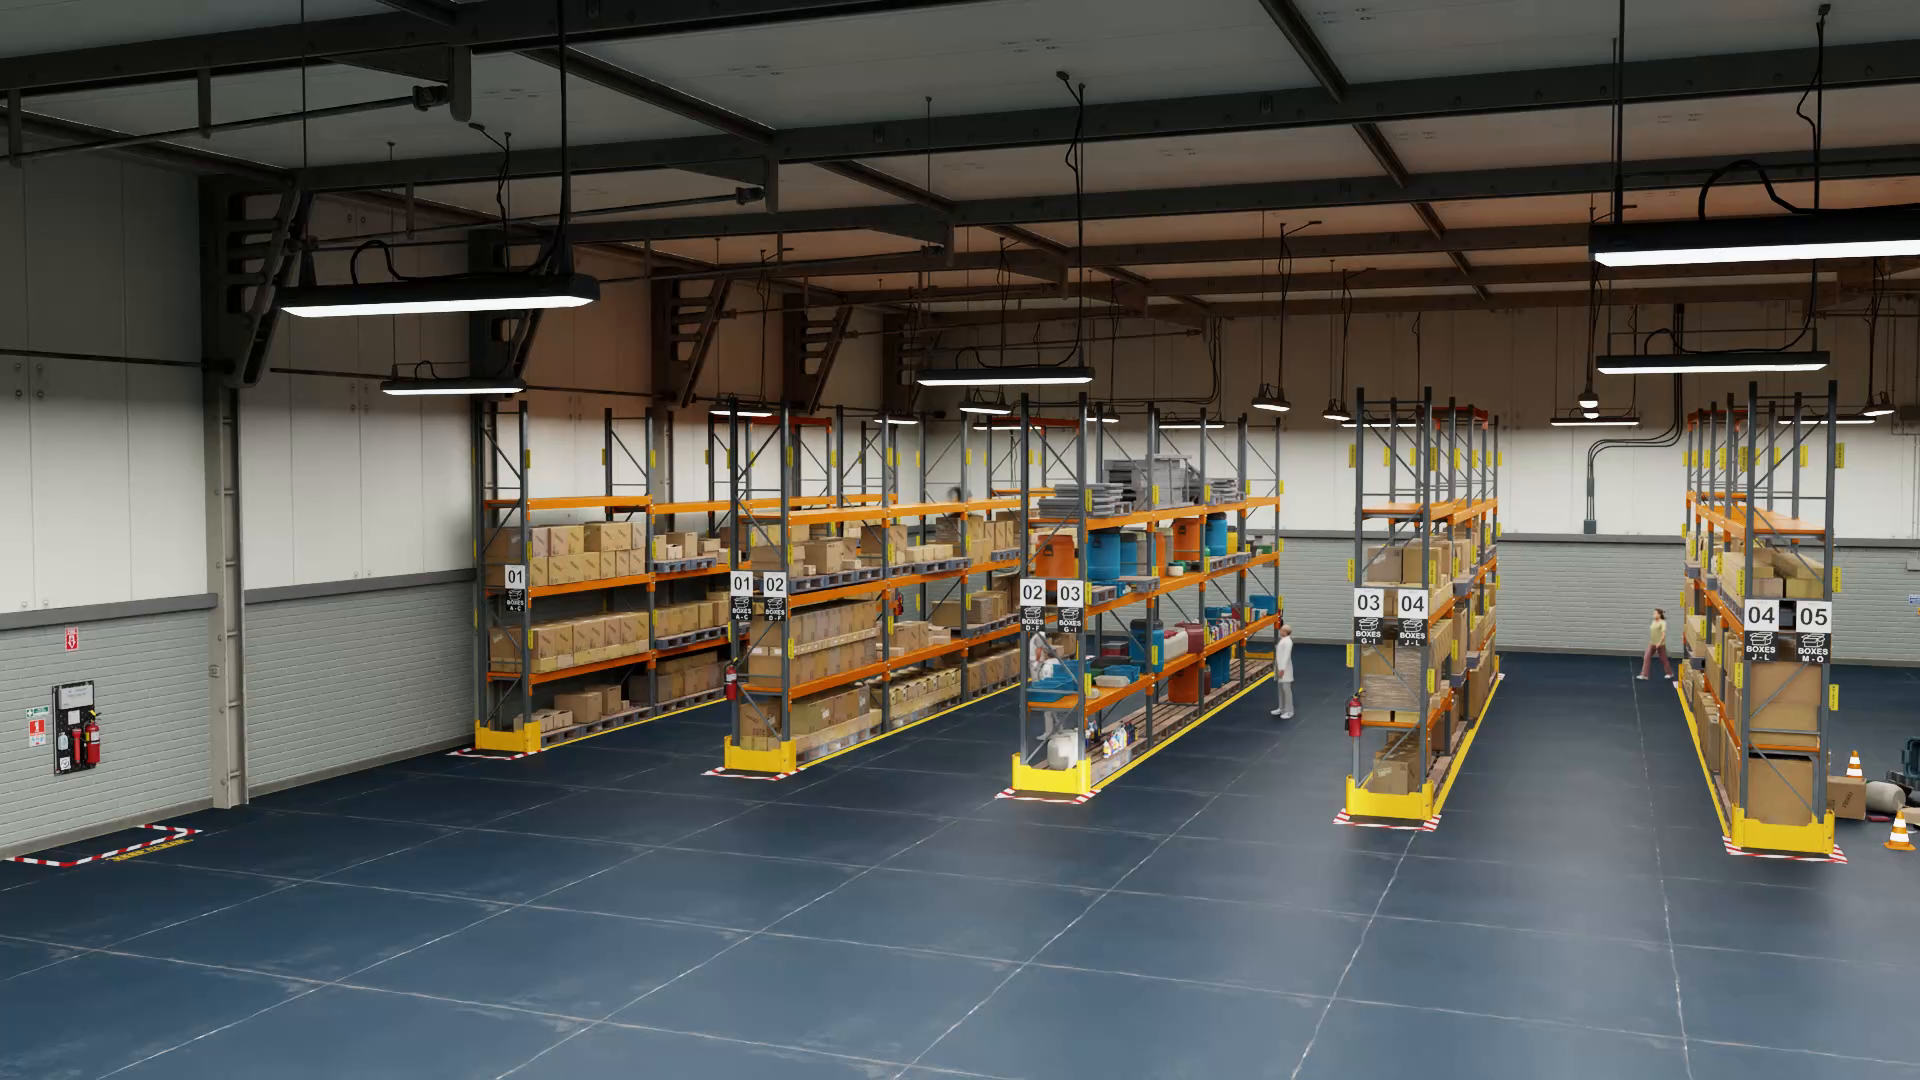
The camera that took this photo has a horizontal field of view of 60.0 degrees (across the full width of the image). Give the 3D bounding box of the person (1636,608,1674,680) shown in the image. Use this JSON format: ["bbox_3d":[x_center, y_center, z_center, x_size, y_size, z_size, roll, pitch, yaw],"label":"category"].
[{"bbox_3d":[15.742,2.354,37.522,1.019,1.621,0.456,-2,3,-32],"label":"person"}]

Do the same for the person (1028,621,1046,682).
[{"bbox_3d":[1.542,2.466,33.614,0.400,1.790,0.594,0,3,-4],"label":"person"}]

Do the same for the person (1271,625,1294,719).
[{"bbox_3d":[6.304,2.554,32.390,0.422,1.820,0.599,-1,3,-14],"label":"person"}]

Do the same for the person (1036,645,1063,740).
[{"bbox_3d":[1.616,2.722,29.756,0.397,1.696,0.565,1,3,18],"label":"person"}]
